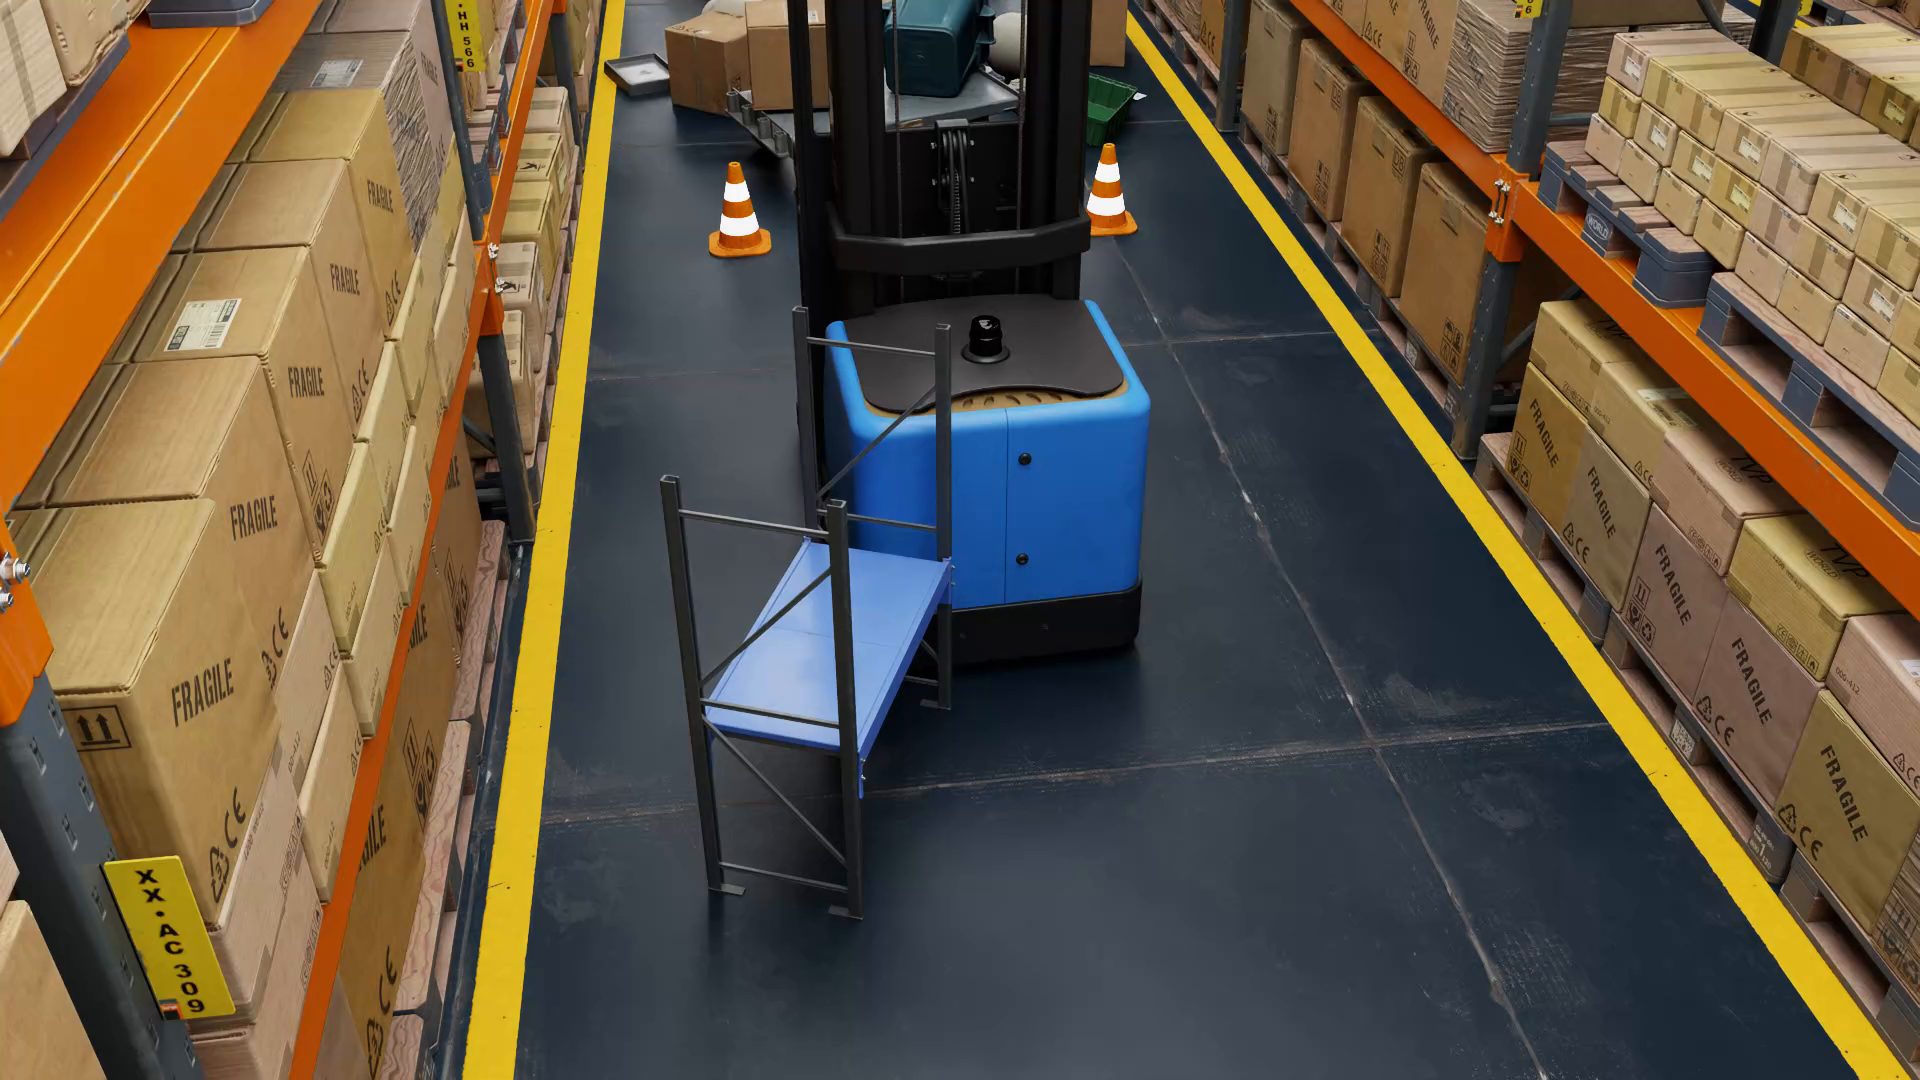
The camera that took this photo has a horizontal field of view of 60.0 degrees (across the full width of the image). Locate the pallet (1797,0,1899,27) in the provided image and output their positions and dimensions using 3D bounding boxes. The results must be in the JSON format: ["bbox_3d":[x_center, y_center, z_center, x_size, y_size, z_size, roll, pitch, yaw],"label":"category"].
[{"bbox_3d":[6.765,-4.105,12.586,1.003,0.211,1.213,-4,35,-6],"label":"pallet"}]

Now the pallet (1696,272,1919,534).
[{"bbox_3d":[2.974,-0.471,4.947,1.003,0.211,1.213,-4,35,-6],"label":"pallet"}]

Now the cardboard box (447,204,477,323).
[{"bbox_3d":[-1.899,-0.896,5.534,0.500,0.250,0.500,-6,35,-8],"label":"cardboard box"}]

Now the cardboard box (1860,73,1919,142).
[{"bbox_3d":[3.254,-1.442,5.524,0.380,0.149,0.250,-3,34,-5],"label":"cardboard box"}]

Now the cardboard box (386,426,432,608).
[{"bbox_3d":[-1.666,-0.047,4.289,0.500,0.250,0.500,-5,35,-7],"label":"cardboard box"}]

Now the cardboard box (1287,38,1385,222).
[{"bbox_3d":[2.428,-2.249,9.012,1.050,0.750,0.750,-4,35,-6],"label":"cardboard box"}]

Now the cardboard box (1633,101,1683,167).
[{"bbox_3d":[2.572,-1.408,5.739,0.380,0.149,0.250,-3,34,-4],"label":"cardboard box"}]

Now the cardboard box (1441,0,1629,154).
[{"bbox_3d":[2.341,-1.924,6.821,0.500,0.500,0.500,-4,35,-6],"label":"cardboard box"}]

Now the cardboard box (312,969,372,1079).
[{"bbox_3d":[-1.849,1.376,3.580,0.875,0.875,0.875,-3,34,-5],"label":"cardboard box"}]

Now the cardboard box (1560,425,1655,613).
[{"bbox_3d":[2.581,-0.098,6.077,0.500,0.500,0.500,-4,34,-6],"label":"cardboard box"}]

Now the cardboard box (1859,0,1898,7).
[{"bbox_3d":[6.798,-4.229,12.139,0.500,0.500,0.500,-7,35,-11],"label":"cardboard box"}]

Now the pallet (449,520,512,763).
[{"bbox_3d":[-2.193,0.378,6.008,1.003,0.211,1.213,-4,35,-6],"label":"pallet"}]

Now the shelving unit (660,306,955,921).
[{"bbox_3d":[-0.403,0.217,5.100,0.538,1.500,1.048,9,35,12],"label":"shelving unit"}]

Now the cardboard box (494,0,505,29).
[{"bbox_3d":[-2.253,-2.391,7.445,0.380,0.149,0.250,-3,34,-5],"label":"cardboard box"}]

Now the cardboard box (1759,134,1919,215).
[{"bbox_3d":[2.678,-1.109,5.035,0.380,0.149,0.250,-3,34,-4],"label":"cardboard box"}]

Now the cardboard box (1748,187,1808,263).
[{"bbox_3d":[2.678,-0.980,5.110,0.380,0.149,0.250,-4,35,-6],"label":"cardboard box"}]

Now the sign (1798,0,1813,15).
[{"bbox_3d":[3.204,-2.144,6.274,0.100,0.325,0.005,-4,35,-6],"label":"sign"}]

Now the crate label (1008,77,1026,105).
[{"bbox_3d":[0.452,-2.953,10.961,0.250,0.136,0.298,27,43,34],"label":"crate label"}]

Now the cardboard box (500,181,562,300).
[{"bbox_3d":[-2.494,-1.459,8.187,0.950,0.372,0.625,-3,34,-5],"label":"cardboard box"}]

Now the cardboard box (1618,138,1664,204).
[{"bbox_3d":[2.563,-1.307,5.854,0.380,0.149,0.250,-3,34,-4],"label":"cardboard box"}]

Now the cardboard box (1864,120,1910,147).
[{"bbox_3d":[3.261,-1.308,5.591,0.380,0.149,0.250,-4,34,-5],"label":"cardboard box"}]

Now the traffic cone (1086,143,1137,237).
[{"bbox_3d":[0.813,-1.973,9.234,0.336,0.463,0.334,-4,35,-6],"label":"traffic cone"}]

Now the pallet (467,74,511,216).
[{"bbox_3d":[-2.426,-1.531,6.503,1.213,0.211,1.003,-4,35,-6],"label":"pallet"}]

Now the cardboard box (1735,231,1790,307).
[{"bbox_3d":[2.676,-0.857,5.194,0.380,0.149,0.250,-3,34,-5],"label":"cardboard box"}]

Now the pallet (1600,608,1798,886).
[{"bbox_3d":[2.932,0.616,5.658,1.003,0.211,1.213,-4,35,-6],"label":"pallet"}]

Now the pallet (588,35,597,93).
[{"bbox_3d":[-3.055,-3.354,11.485,1.003,0.211,1.213,-4,35,-6],"label":"pallet"}]

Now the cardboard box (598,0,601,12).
[{"bbox_3d":[-2.863,-4.001,12.027,0.500,0.250,0.500,-4,35,-6],"label":"cardboard box"}]

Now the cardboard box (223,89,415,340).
[{"bbox_3d":[-1.758,-0.843,4.346,0.500,0.500,0.500,-4,35,-6],"label":"cardboard box"}]

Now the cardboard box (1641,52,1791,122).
[{"bbox_3d":[2.576,-1.545,5.675,0.380,0.149,0.250,-5,35,-8],"label":"cardboard box"}]

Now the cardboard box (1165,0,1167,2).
[{"bbox_3d":[1.868,-4.547,12.272,0.875,0.875,0.875,-5,35,-7],"label":"cardboard box"}]

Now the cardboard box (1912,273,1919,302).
[{"bbox_3d":[2.783,-0.672,4.394,0.380,0.149,0.250,-6,35,-9],"label":"cardboard box"}]

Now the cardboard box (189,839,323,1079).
[{"bbox_3d":[-1.484,0.808,3.033,0.500,0.250,0.500,-5,35,-7],"label":"cardboard box"}]

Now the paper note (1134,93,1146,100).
[{"bbox_3d":[1.142,-2.964,11.071,0.142,0.020,0.147,27,43,34],"label":"paper note"}]

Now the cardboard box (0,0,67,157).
[{"bbox_3d":[-1.407,-0.651,2.125,0.396,0.266,0.258,-5,35,-7],"label":"cardboard box"}]

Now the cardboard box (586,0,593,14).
[{"bbox_3d":[-2.726,-3.737,10.972,0.500,0.500,0.500,-3,34,-4],"label":"cardboard box"}]

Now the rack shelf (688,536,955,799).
[{"bbox_3d":[-0.403,0.365,5.201,0.538,0.185,1.000,9,35,12],"label":"rack shelf"}]

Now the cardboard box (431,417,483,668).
[{"bbox_3d":[-2.214,-0.124,5.782,0.875,0.875,0.875,-5,35,-7],"label":"cardboard box"}]

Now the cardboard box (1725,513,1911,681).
[{"bbox_3d":[2.714,0.152,5.044,0.500,0.250,0.500,-6,35,-8],"label":"cardboard box"}]

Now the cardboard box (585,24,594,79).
[{"bbox_3d":[-2.657,-3.136,10.757,0.500,0.250,0.500,-3,34,-4],"label":"cardboard box"}]

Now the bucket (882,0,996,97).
[{"bbox_3d":[-0.174,-3.060,10.134,0.726,0.611,0.620,7,45,10],"label":"bucket"}]

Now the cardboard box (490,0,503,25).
[{"bbox_3d":[-2.210,-2.413,6.901,0.500,0.500,0.500,-4,34,-6],"label":"cardboard box"}]

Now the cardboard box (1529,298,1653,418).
[{"bbox_3d":[2.520,-0.699,6.293,0.500,0.250,0.500,-6,35,-9],"label":"cardboard box"}]

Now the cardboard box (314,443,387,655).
[{"bbox_3d":[-1.605,0.028,3.735,0.500,0.250,0.500,-4,34,-6],"label":"cardboard box"}]

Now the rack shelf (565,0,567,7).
[{"bbox_3d":[-3.031,-4.271,10.993,1.077,0.370,4.000,-4,35,-6],"label":"rack shelf"}]

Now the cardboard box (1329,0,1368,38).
[{"bbox_3d":[2.135,-2.767,8.058,0.500,0.500,0.500,-4,34,-6],"label":"cardboard box"}]

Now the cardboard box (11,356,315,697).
[{"bbox_3d":[-1.556,0.008,3.098,0.500,0.500,0.500,-5,35,-7],"label":"cardboard box"}]

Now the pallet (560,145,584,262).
[{"bbox_3d":[-2.656,-1.866,9.300,1.003,0.211,1.213,-4,35,-6],"label":"pallet"}]

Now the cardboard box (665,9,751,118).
[{"bbox_3d":[-1.558,-3.121,10.884,0.500,0.500,0.500,20,39,26],"label":"cardboard box"}]

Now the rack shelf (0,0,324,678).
[{"bbox_3d":[-1.955,-1.046,3.597,1.077,0.370,4.000,-4,35,-6],"label":"rack shelf"}]

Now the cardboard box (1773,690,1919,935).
[{"bbox_3d":[2.787,0.760,4.818,0.500,0.500,0.500,-5,35,-8],"label":"cardboard box"}]

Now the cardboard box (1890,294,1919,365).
[{"bbox_3d":[2.775,-0.554,4.486,0.380,0.149,0.250,-4,35,-6],"label":"cardboard box"}]

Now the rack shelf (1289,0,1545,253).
[{"bbox_3d":[2.398,-2.470,8.350,1.077,0.370,4.000,-4,35,-6],"label":"rack shelf"}]

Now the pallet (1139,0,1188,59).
[{"bbox_3d":[1.937,-3.844,12.203,1.003,0.211,1.213,-4,35,-6],"label":"pallet"}]

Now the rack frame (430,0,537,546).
[{"bbox_3d":[-2.224,-1.220,5.877,1.000,3.000,0.127,-4,35,-6],"label":"rack frame"}]

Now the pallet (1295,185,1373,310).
[{"bbox_3d":[2.475,-1.624,8.946,1.003,0.211,1.213,-4,35,-6],"label":"pallet"}]

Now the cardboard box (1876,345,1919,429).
[{"bbox_3d":[2.777,-0.422,4.557,0.380,0.149,0.250,-3,34,-4],"label":"cardboard box"}]

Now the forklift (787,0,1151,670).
[{"bbox_3d":[-0.114,-1.560,6.437,1.130,2.935,3.031,-6,35,-9],"label":"forklift"}]

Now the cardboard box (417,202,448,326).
[{"bbox_3d":[-1.835,-0.828,4.991,0.500,0.250,0.500,-5,35,-8],"label":"cardboard box"}]
